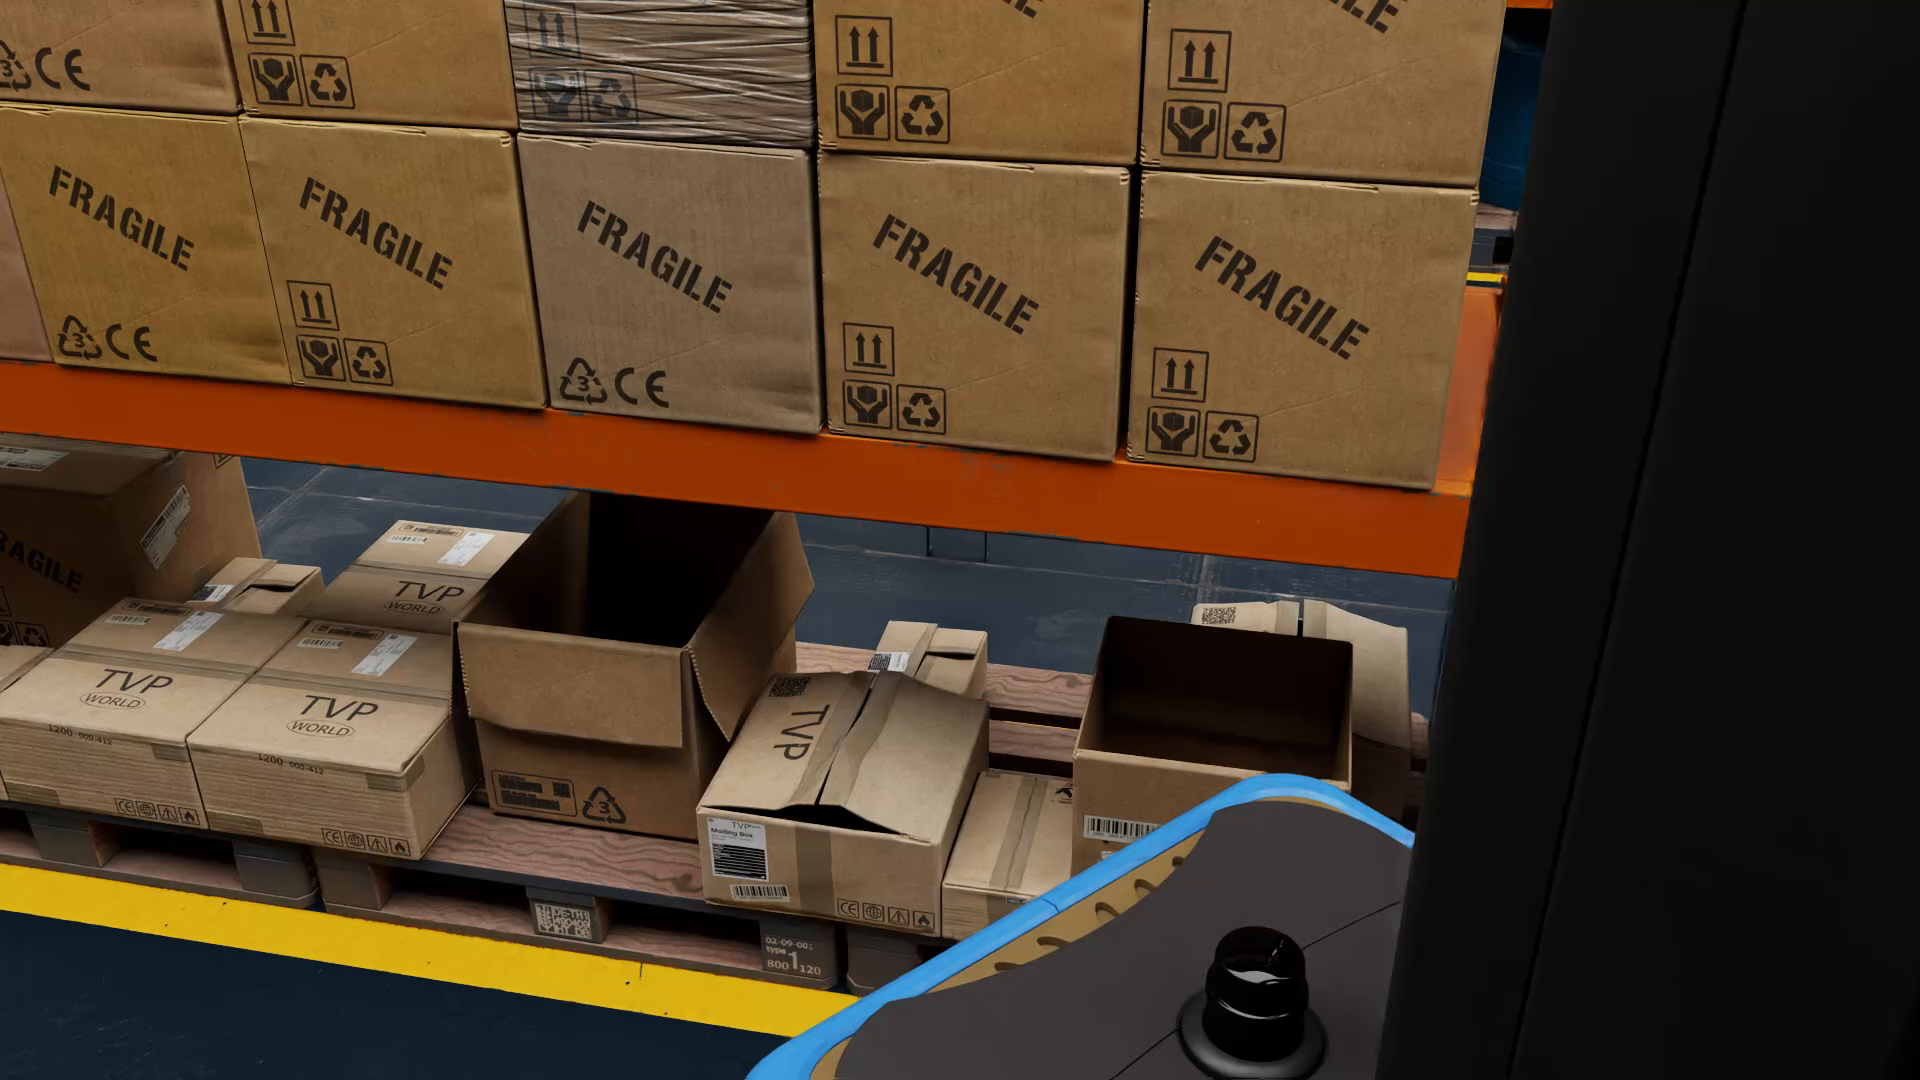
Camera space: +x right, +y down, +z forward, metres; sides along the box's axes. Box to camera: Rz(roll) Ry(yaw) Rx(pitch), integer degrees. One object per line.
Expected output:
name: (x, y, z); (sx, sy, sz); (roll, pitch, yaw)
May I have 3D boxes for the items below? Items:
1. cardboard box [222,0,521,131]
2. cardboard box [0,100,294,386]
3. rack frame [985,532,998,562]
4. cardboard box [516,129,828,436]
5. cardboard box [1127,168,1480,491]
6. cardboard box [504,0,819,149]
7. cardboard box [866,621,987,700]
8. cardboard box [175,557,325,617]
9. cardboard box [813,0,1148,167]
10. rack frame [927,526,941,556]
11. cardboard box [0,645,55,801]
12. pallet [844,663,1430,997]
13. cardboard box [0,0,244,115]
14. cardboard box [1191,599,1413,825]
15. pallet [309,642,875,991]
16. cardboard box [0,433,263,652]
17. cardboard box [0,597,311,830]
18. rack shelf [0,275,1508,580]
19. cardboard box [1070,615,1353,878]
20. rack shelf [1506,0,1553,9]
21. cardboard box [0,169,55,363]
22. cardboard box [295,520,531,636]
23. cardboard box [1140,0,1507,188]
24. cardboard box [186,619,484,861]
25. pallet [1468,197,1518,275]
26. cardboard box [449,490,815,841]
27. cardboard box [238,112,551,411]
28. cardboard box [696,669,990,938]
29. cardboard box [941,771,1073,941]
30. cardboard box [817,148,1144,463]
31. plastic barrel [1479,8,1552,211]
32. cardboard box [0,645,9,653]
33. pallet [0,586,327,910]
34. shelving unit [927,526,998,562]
cardboard box: (-0.916, -1.028, 2.859); (0.500, 0.500, 0.500); (6, 29, 10)
cardboard box: (-1.418, -0.640, 3.192); (0.500, 0.500, 0.500); (6, 29, 10)
rack frame: (0.104, -0.516, 4.942); (0.006, 1.200, 0.240); (6, 29, 11)
cardboard box: (-0.430, -0.540, 3.008); (0.500, 0.500, 0.500); (7, 29, 12)
cardboard box: (0.577, -0.438, 2.823); (0.500, 0.500, 0.500); (6, 29, 11)
cardboard box: (-0.424, -0.977, 2.765); (0.500, 0.500, 0.500); (6, 29, 11)
cardboard box: (-0.094, 0.359, 3.962); (0.250, 0.166, 0.380); (6, 29, 11)
cardboard box: (-1.832, 0.206, 4.243); (0.250, 0.166, 0.380); (6, 29, 11)
cardboard box: (0.069, -0.926, 2.673); (0.500, 0.500, 0.500); (5, 29, 10)
rack frame: (-0.075, -0.534, 4.976); (0.006, 1.200, 0.240); (6, 29, 11)
cardboard box: (-2.210, 0.413, 3.865); (0.250, 0.166, 0.380); (6, 29, 11)
pallet: (0.448, 0.689, 3.771); (1.213, 0.211, 1.003); (6, 29, 11)
cardboard box: (-1.413, -1.078, 2.951); (0.500, 0.500, 0.500); (6, 29, 11)
cardboard box: (0.754, 0.378, 3.778); (0.500, 0.311, 0.500); (6, 29, 11)
pallet: (-0.749, 0.568, 3.993); (1.213, 0.211, 1.003); (6, 29, 11)
cardboard box: (-2.209, -0.023, 4.314); (0.500, 0.500, 0.500); (6, 29, 11)
cardboard box: (-1.831, 0.385, 3.828); (0.500, 0.250, 0.500); (6, 29, 11)
rack shelf: (-0.837, -0.350, 3.514); (4.000, 0.370, 1.077); (6, 29, 11)
cardboard box: (0.503, 0.515, 3.331); (0.500, 0.500, 0.500); (6, 29, 11)
rack shelf: (4.113, -2.274, 7.030); (4.000, 0.370, 1.077); (6, 29, 11)
cardboard box: (-1.908, -0.692, 3.286); (0.500, 0.500, 0.500); (6, 29, 10)
cardboard box: (-1.287, 0.196, 4.174); (0.500, 0.250, 0.500); (6, 29, 11)
cardboard box: (0.571, -0.876, 2.582); (0.500, 0.500, 0.500); (6, 29, 11)
cardboard box: (-1.342, 0.435, 3.736); (0.500, 0.250, 0.500); (6, 29, 11)
pallet: (2.903, -1.470, 7.716); (1.213, 0.211, 1.003); (6, 29, 11)
cardboard box: (-0.719, 0.251, 3.809); (0.637, 0.503, 0.797); (6, 29, 11)
cardboard box: (-0.929, -0.589, 3.099); (0.500, 0.500, 0.500); (6, 29, 11)
cardboard box: (-0.231, 0.523, 3.514); (0.500, 0.311, 0.500); (6, 29, 11)
cardboard box: (0.124, 0.660, 3.432); (0.250, 0.149, 0.380); (6, 29, 11)
cardboard box: (0.072, -0.489, 2.916); (0.500, 0.500, 0.500); (7, 29, 12)
plastic barrel: (2.686, -1.992, 7.512); (0.708, 0.901, 0.600); (6, 29, 11)
cardboard box: (-2.455, 0.395, 3.915); (0.250, 0.149, 0.380); (6, 29, 11)
pallet: (-1.938, 0.445, 4.218); (1.213, 0.211, 1.003); (6, 29, 11)
shelving unit: (0.014, -0.525, 4.959); (0.189, 1.200, 0.258); (6, 29, 11)
